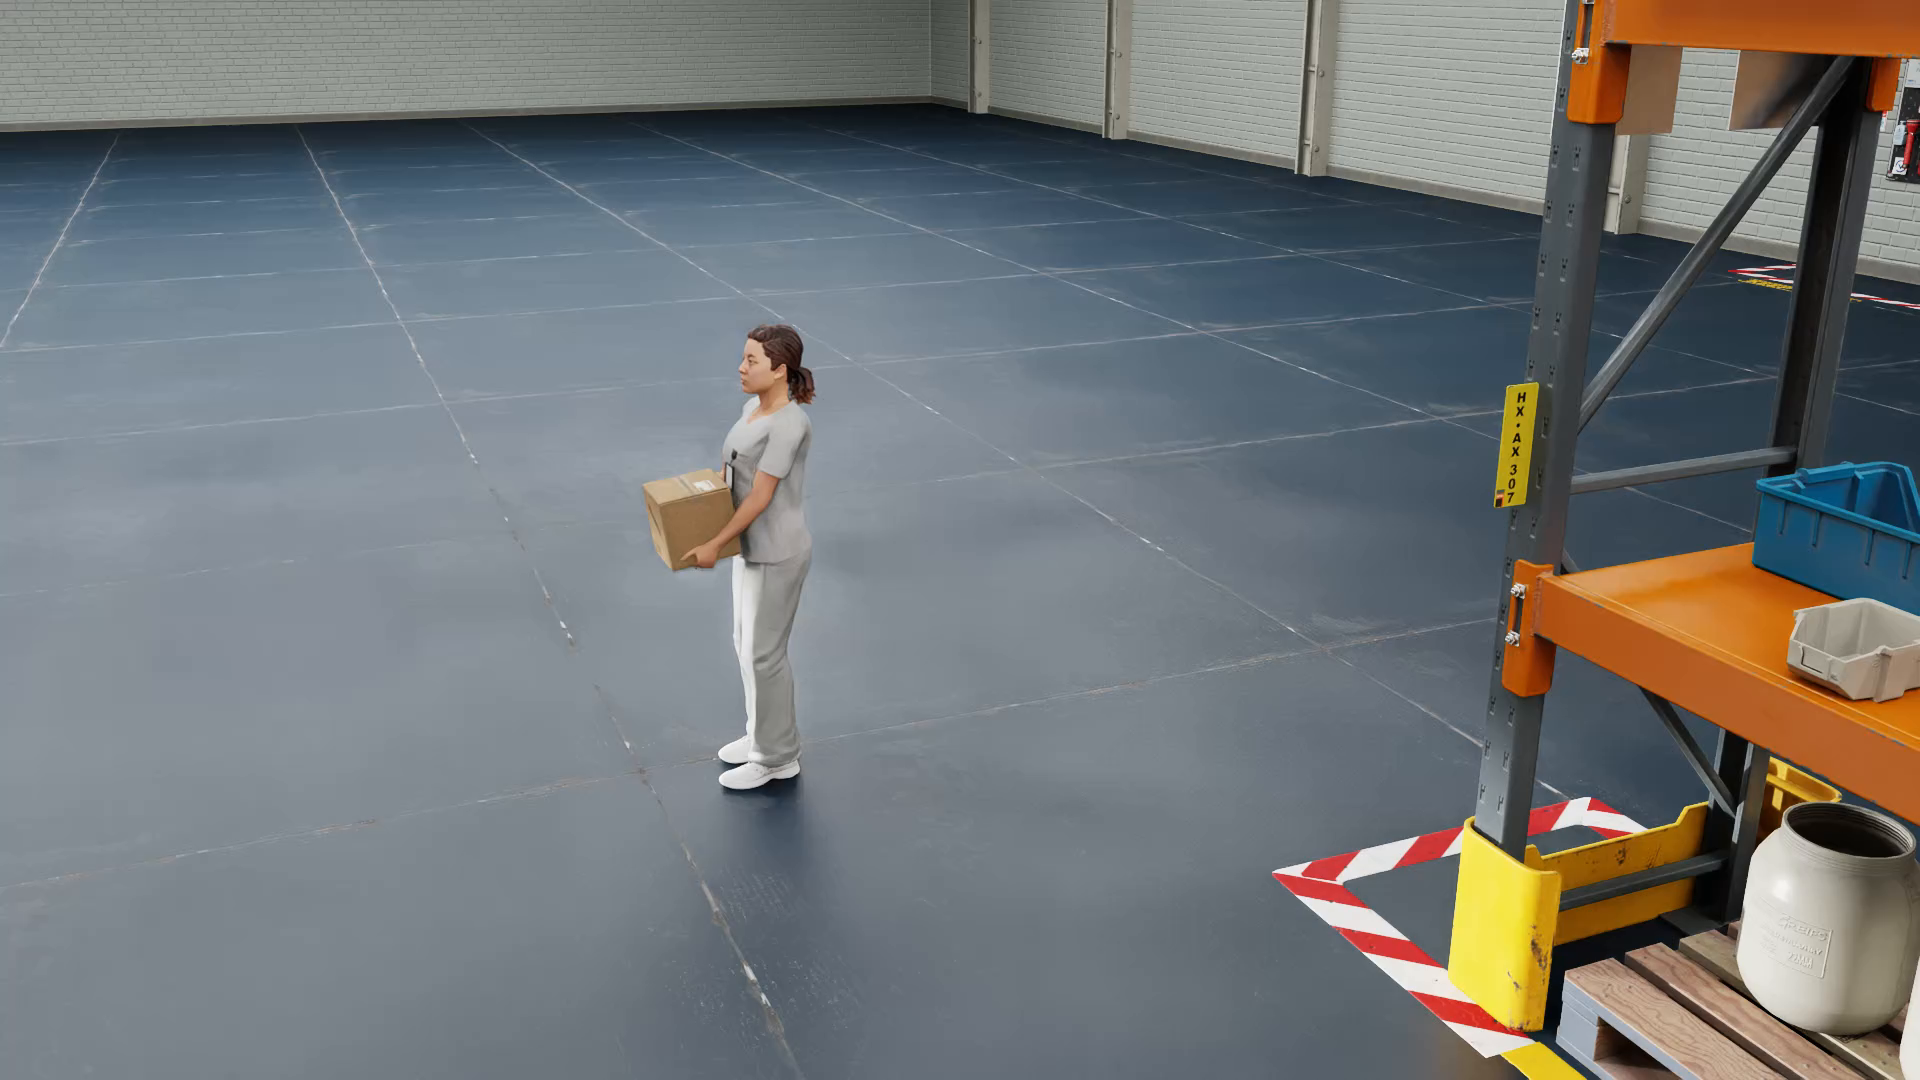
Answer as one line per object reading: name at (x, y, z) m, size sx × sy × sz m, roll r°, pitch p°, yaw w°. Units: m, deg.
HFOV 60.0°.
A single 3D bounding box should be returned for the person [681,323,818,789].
person at (-0.750, 0.066, 5.891) m, size 0.545 × 1.668 × 0.431 m, roll -8°, pitch 20°, yaw -22°
